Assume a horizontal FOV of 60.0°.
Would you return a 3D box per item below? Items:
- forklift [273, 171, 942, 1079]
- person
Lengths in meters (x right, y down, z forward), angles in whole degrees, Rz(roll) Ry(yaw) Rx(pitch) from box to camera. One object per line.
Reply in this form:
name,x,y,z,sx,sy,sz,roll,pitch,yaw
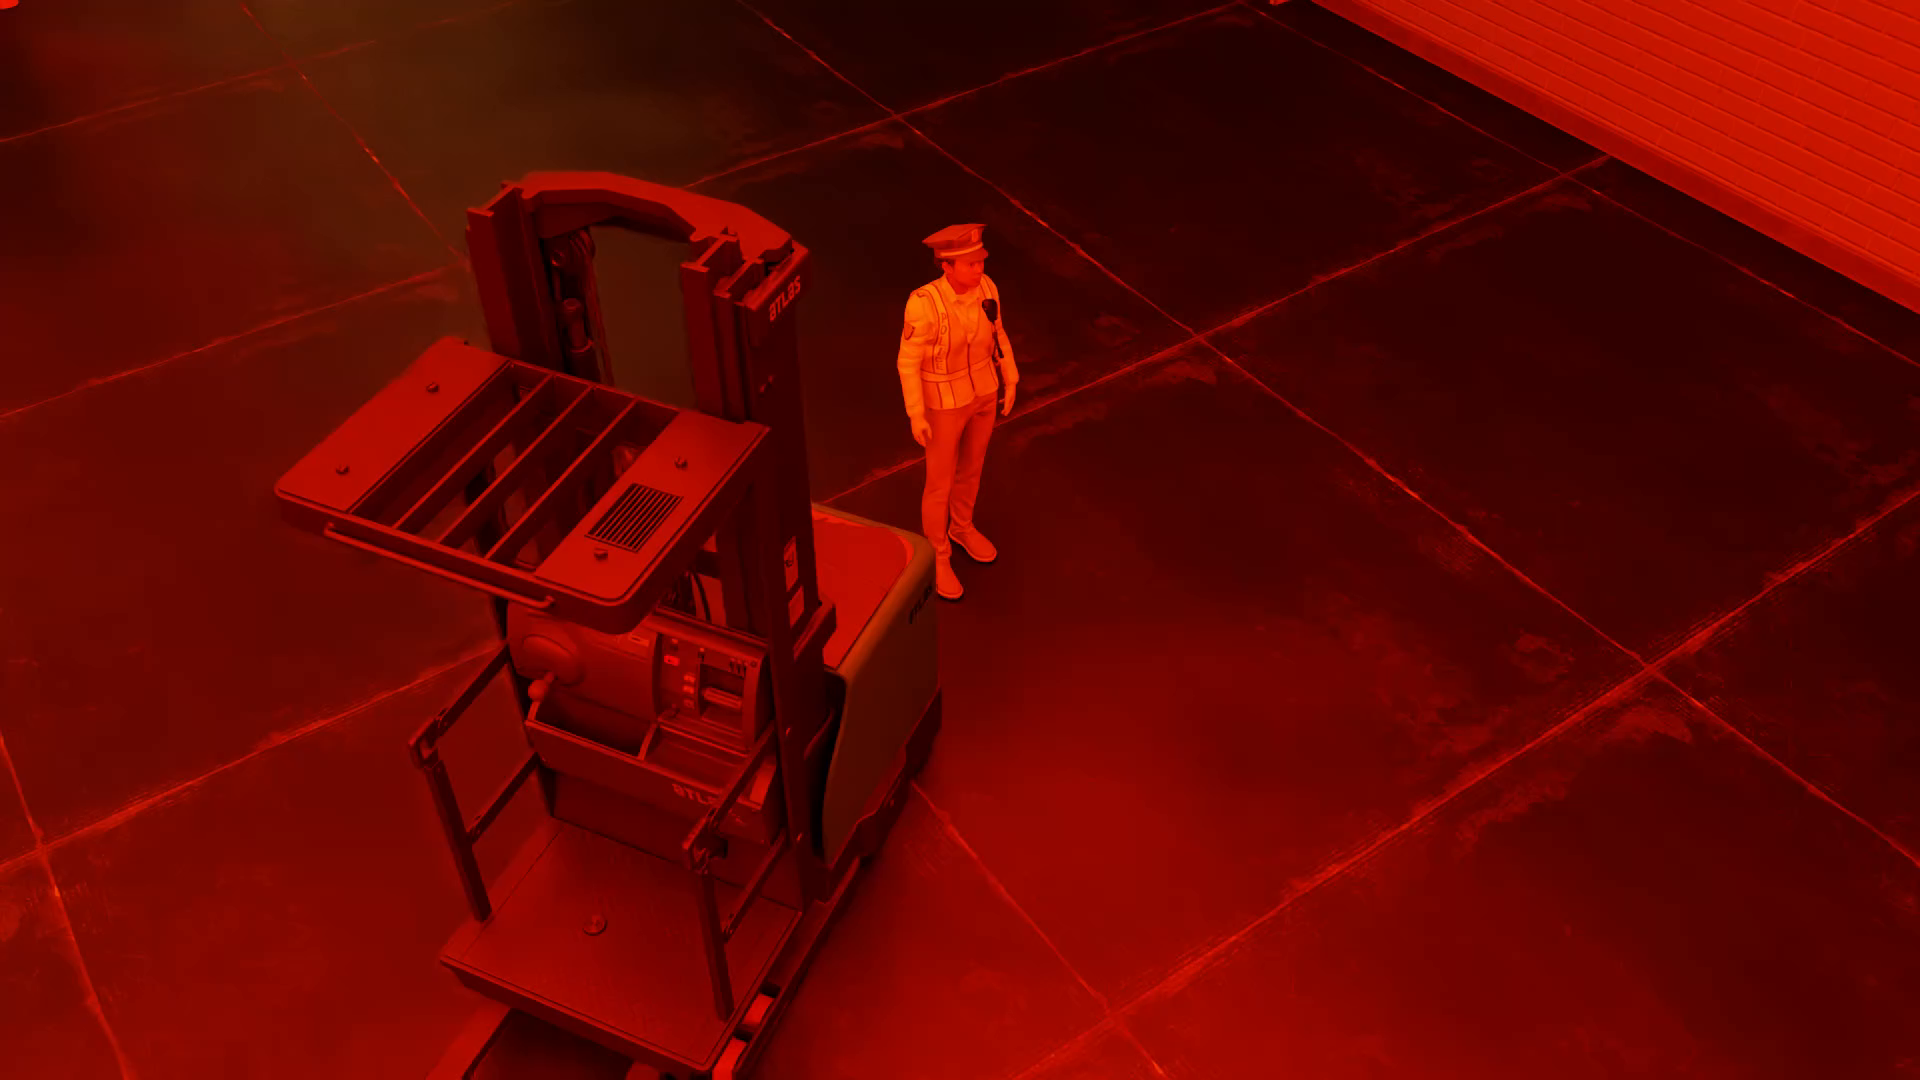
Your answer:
forklift,-1.134,0.488,5.185,1.130,2.935,3.031,17,45,17
person,0.034,-0.588,7.255,0.588,1.695,0.531,-25,48,-25
